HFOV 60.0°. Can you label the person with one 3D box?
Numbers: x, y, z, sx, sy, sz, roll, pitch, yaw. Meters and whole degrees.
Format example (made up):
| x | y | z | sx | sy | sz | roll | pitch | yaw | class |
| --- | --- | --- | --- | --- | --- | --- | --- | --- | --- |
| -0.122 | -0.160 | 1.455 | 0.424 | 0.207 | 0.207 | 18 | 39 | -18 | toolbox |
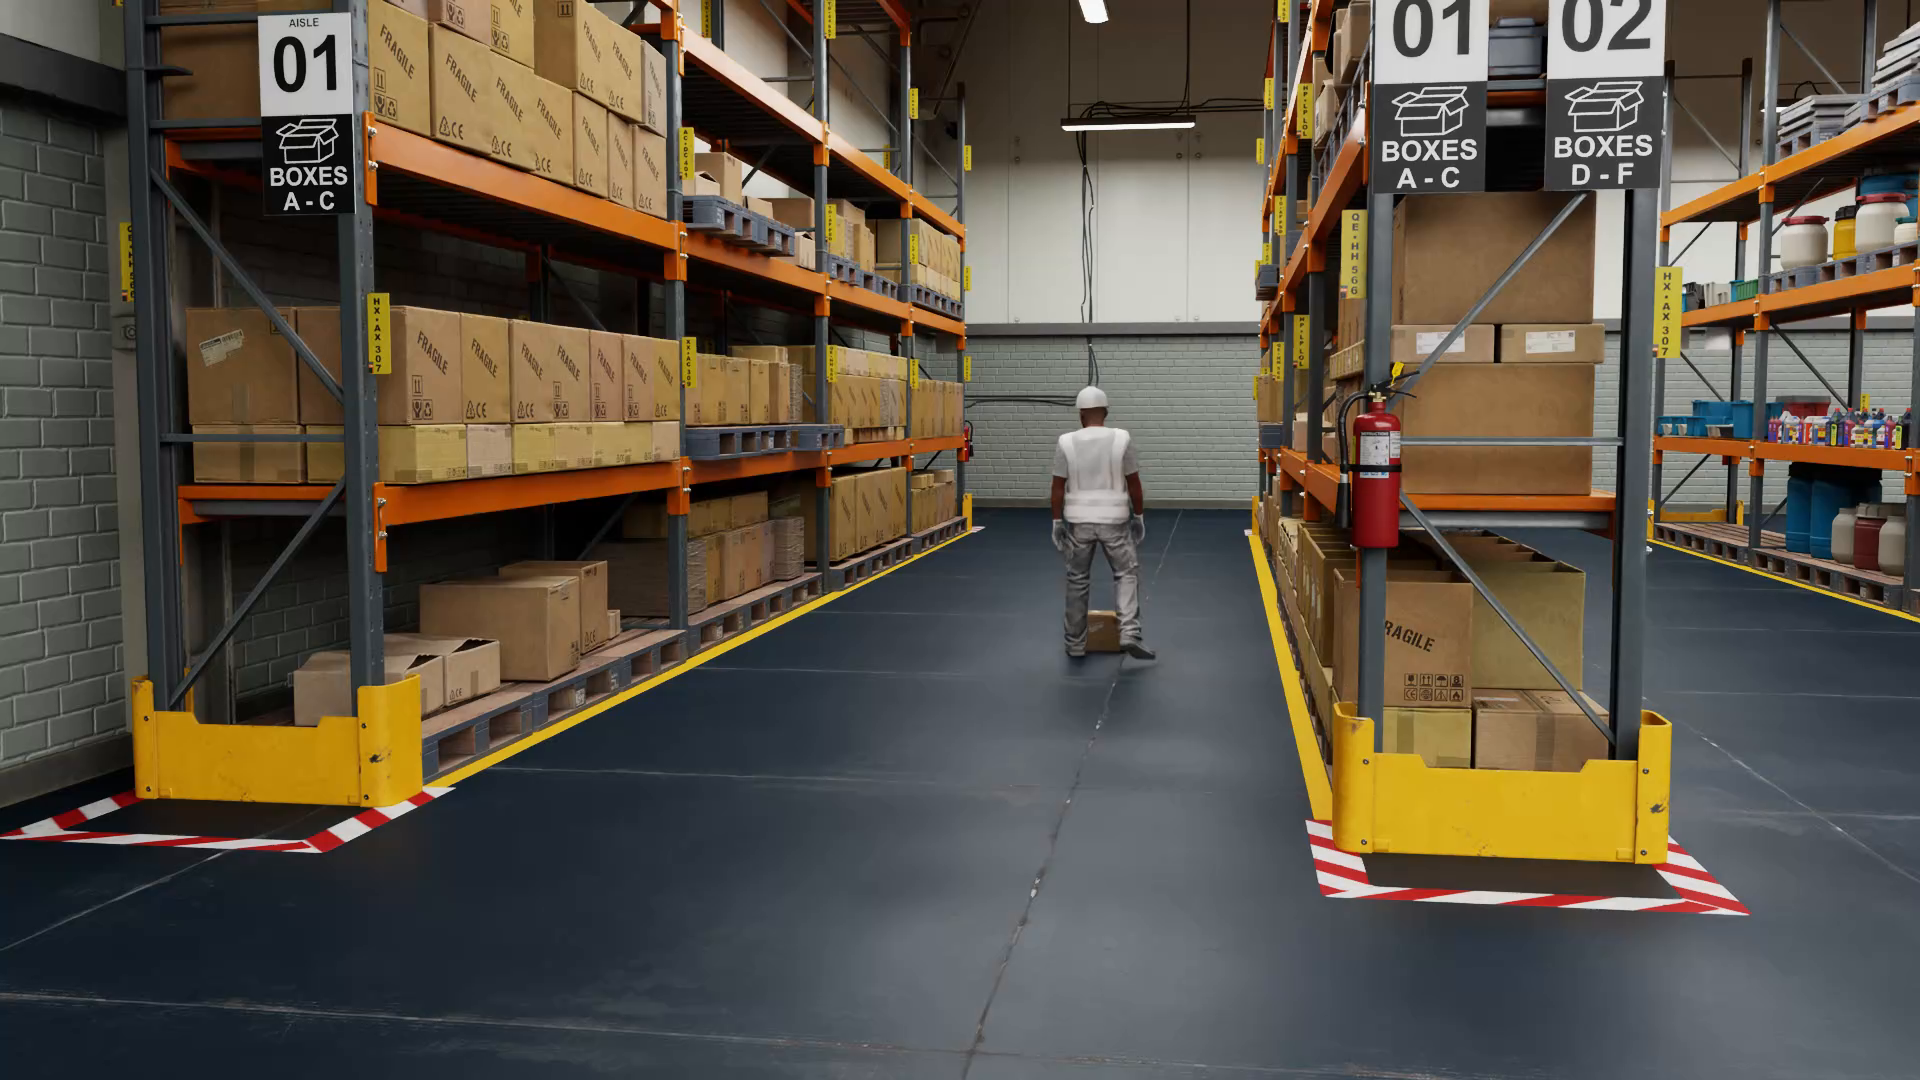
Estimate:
| x | y | z | sx | sy | sz | roll | pitch | yaw | class |
| --- | --- | --- | --- | --- | --- | --- | --- | --- | --- |
| 0.934 | -0.106 | 10.805 | 0.686 | 1.781 | 0.749 | 1 | 4 | 8 | person |
